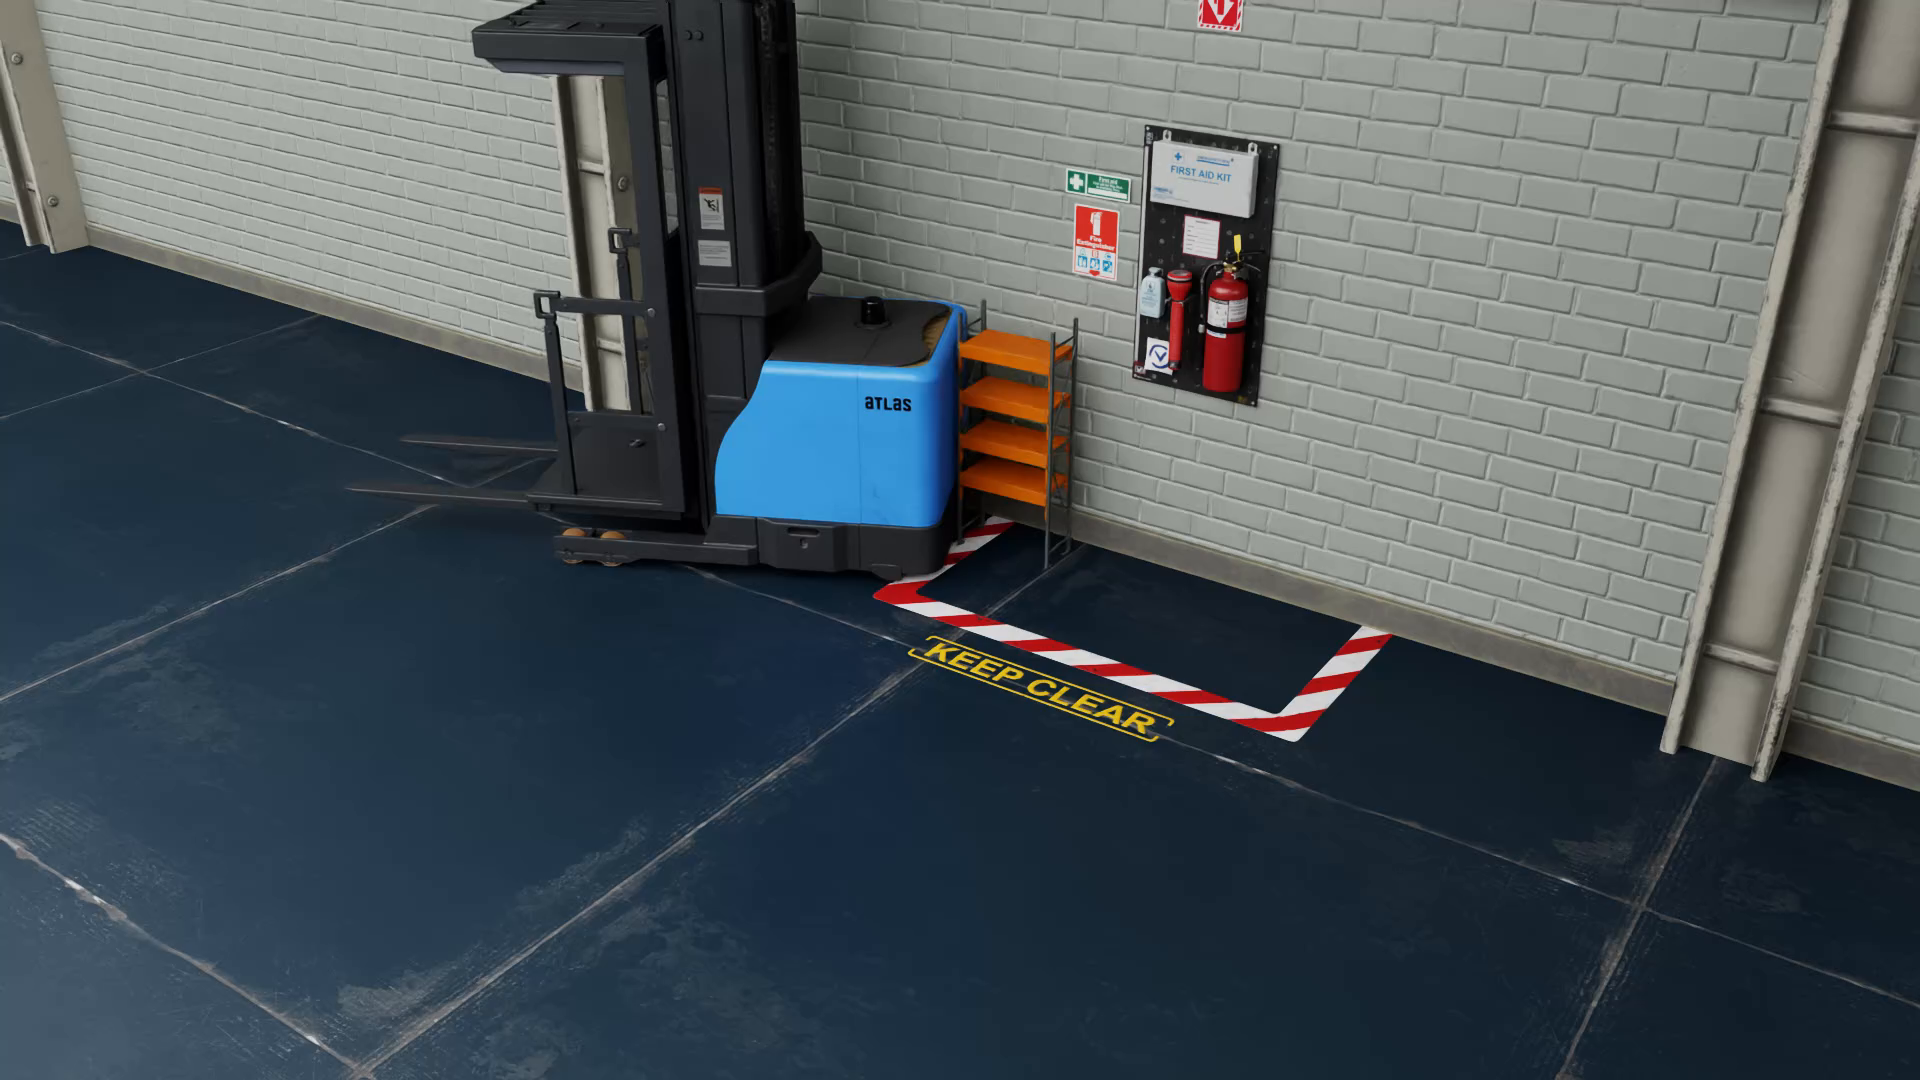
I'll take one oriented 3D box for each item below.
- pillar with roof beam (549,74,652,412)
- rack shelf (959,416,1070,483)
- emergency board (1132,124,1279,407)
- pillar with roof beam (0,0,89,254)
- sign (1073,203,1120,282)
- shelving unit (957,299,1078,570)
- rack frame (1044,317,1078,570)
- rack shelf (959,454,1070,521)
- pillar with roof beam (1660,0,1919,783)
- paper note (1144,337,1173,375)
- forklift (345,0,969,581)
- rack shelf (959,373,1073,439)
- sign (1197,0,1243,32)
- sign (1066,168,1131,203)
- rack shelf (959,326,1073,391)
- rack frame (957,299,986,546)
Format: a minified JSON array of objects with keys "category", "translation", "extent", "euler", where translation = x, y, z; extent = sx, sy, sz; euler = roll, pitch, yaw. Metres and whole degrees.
[{"category":"pillar with roof beam","translation":[-4.353,-3.113,4.446],"extent":[0.400,9.000,9.100],"euler":[17,32,30]},{"category":"rack shelf","translation":[0.264,-0.434,7.928],"extent":[0.480,0.148,0.258],"euler":[15,31,27]},{"category":"emergency board","translation":[1.014,-1.157,7.216],"extent":[0.643,1.169,0.194],"euler":[17,32,30]},{"category":"pillar with roof beam","translation":[-9.299,-4.654,7.473],"extent":[0.400,9.000,9.100],"euler":[17,32,30]},{"category":"sign","translation":[0.617,-1.353,7.563],"extent":[0.234,0.329,0.001],"euler":[17,32,30]},{"category":"shelving unit","translation":[0.264,-0.494,7.897],"extent":[0.503,1.200,0.258],"euler":[15,31,27]},{"category":"rack frame","translation":[0.473,-0.437,7.785],"extent":[0.015,1.200,0.240],"euler":[15,31,27]},{"category":"rack shelf","translation":[0.264,-0.257,8.018],"extent":[0.480,0.148,0.258],"euler":[15,31,27]},{"category":"pillar with roof beam","translation":[0.592,-1.572,1.418],"extent":[0.400,9.000,9.100],"euler":[17,32,30]},{"category":"paper note","translation":[0.908,-0.836,7.556],"extent":[0.142,0.148,0.016],"euler":[17,32,30]},{"category":"forklift","translation":[-1.512,-1.410,7.790],"extent":[3.031,2.935,1.130],"euler":[4,27,8]},{"category":"rack shelf","translation":[0.264,-0.633,7.826],"extent":[0.480,0.148,0.258],"euler":[15,31,27]},{"category":"sign","translation":[1.064,-2.229,6.768],"extent":[0.199,0.298,0.001],"euler":[17,32,30]},{"category":"sign","translation":[0.616,-1.585,7.434],"extent":[0.331,0.109,0.001],"euler":[17,32,30]},{"category":"rack shelf","translation":[0.265,-0.844,7.719],"extent":[0.480,0.148,0.258],"euler":[15,31,27]},{"category":"rack frame","translation":[0.056,-0.551,8.010],"extent":[0.015,1.200,0.240],"euler":[15,31,27]}]
